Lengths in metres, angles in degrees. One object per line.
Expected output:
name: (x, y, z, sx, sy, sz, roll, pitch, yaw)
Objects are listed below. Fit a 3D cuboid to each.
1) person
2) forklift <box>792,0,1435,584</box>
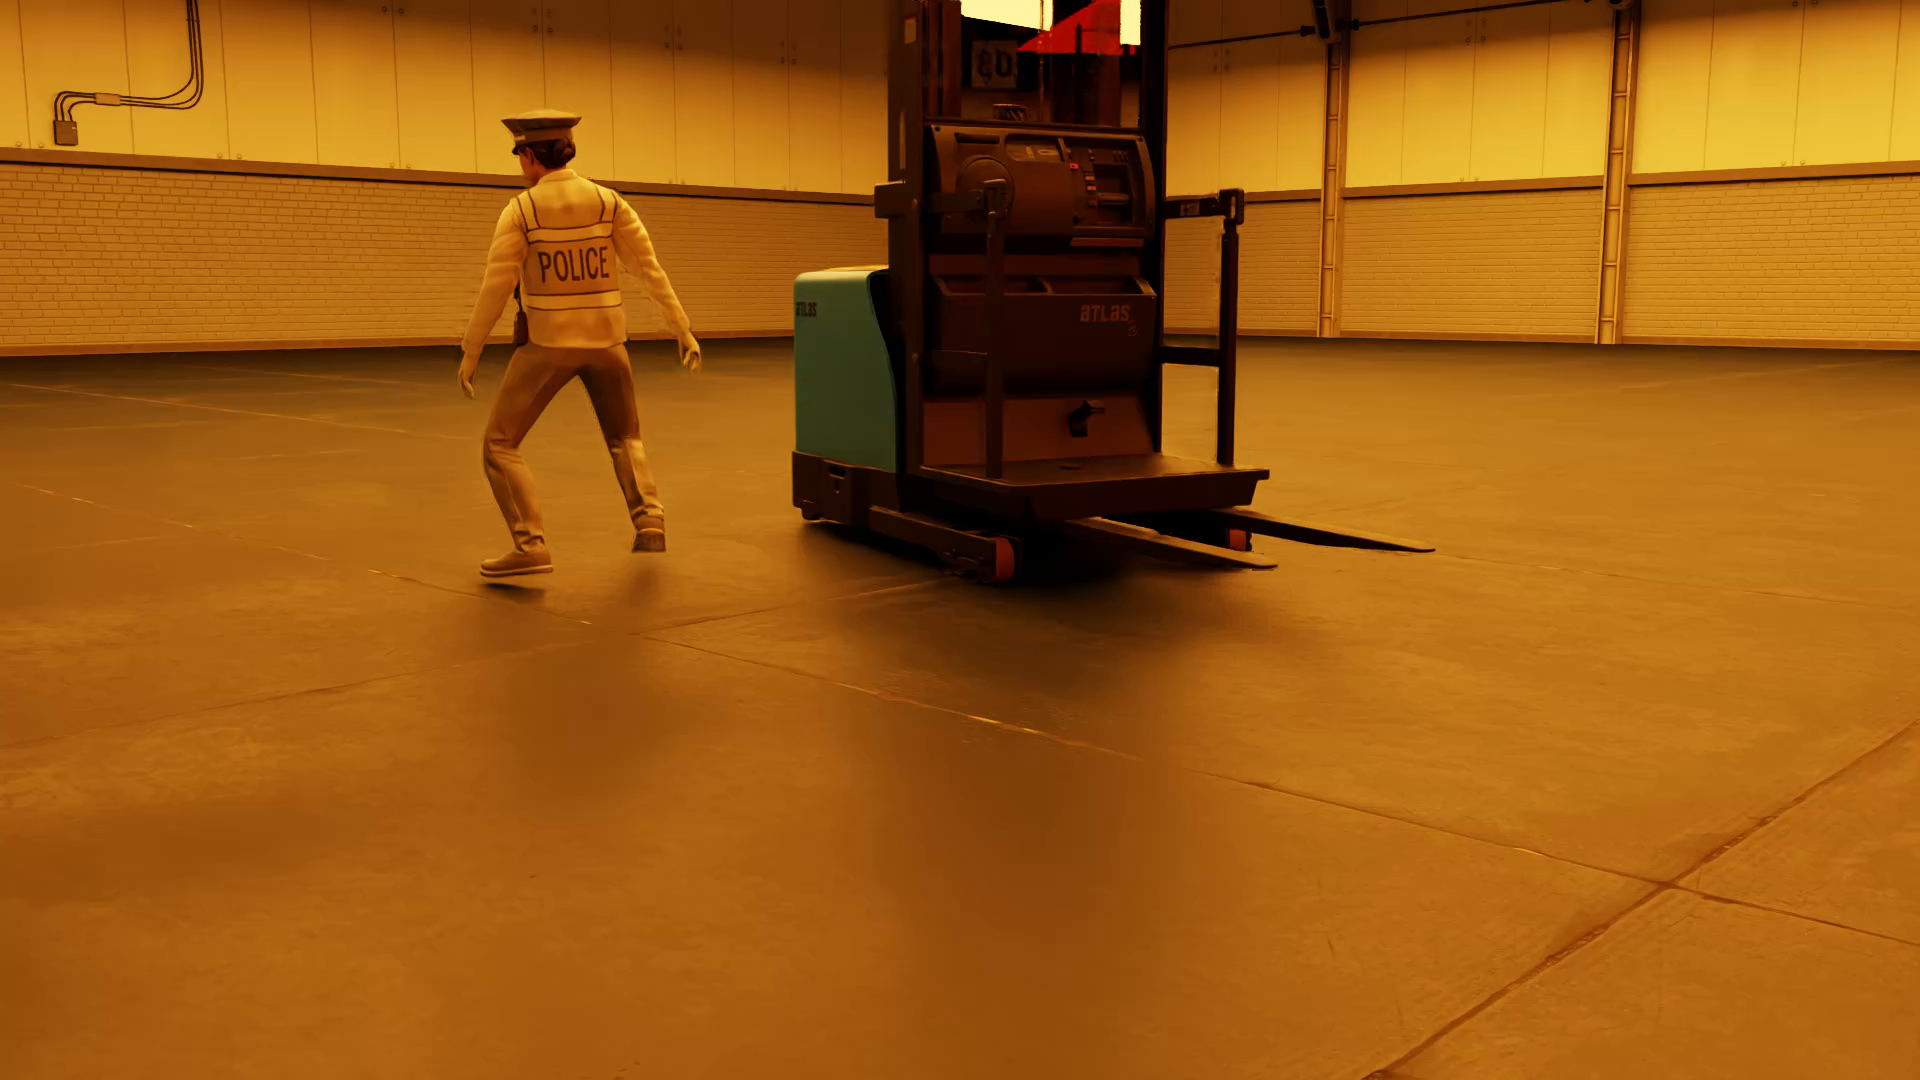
person: (-1.308, -0.678, 5.746, 0.817, 1.573, 0.460, -4, 10, -27)
forklift: (0.422, -1.375, 6.004, 1.130, 2.935, 3.031, -5, 10, -28)
